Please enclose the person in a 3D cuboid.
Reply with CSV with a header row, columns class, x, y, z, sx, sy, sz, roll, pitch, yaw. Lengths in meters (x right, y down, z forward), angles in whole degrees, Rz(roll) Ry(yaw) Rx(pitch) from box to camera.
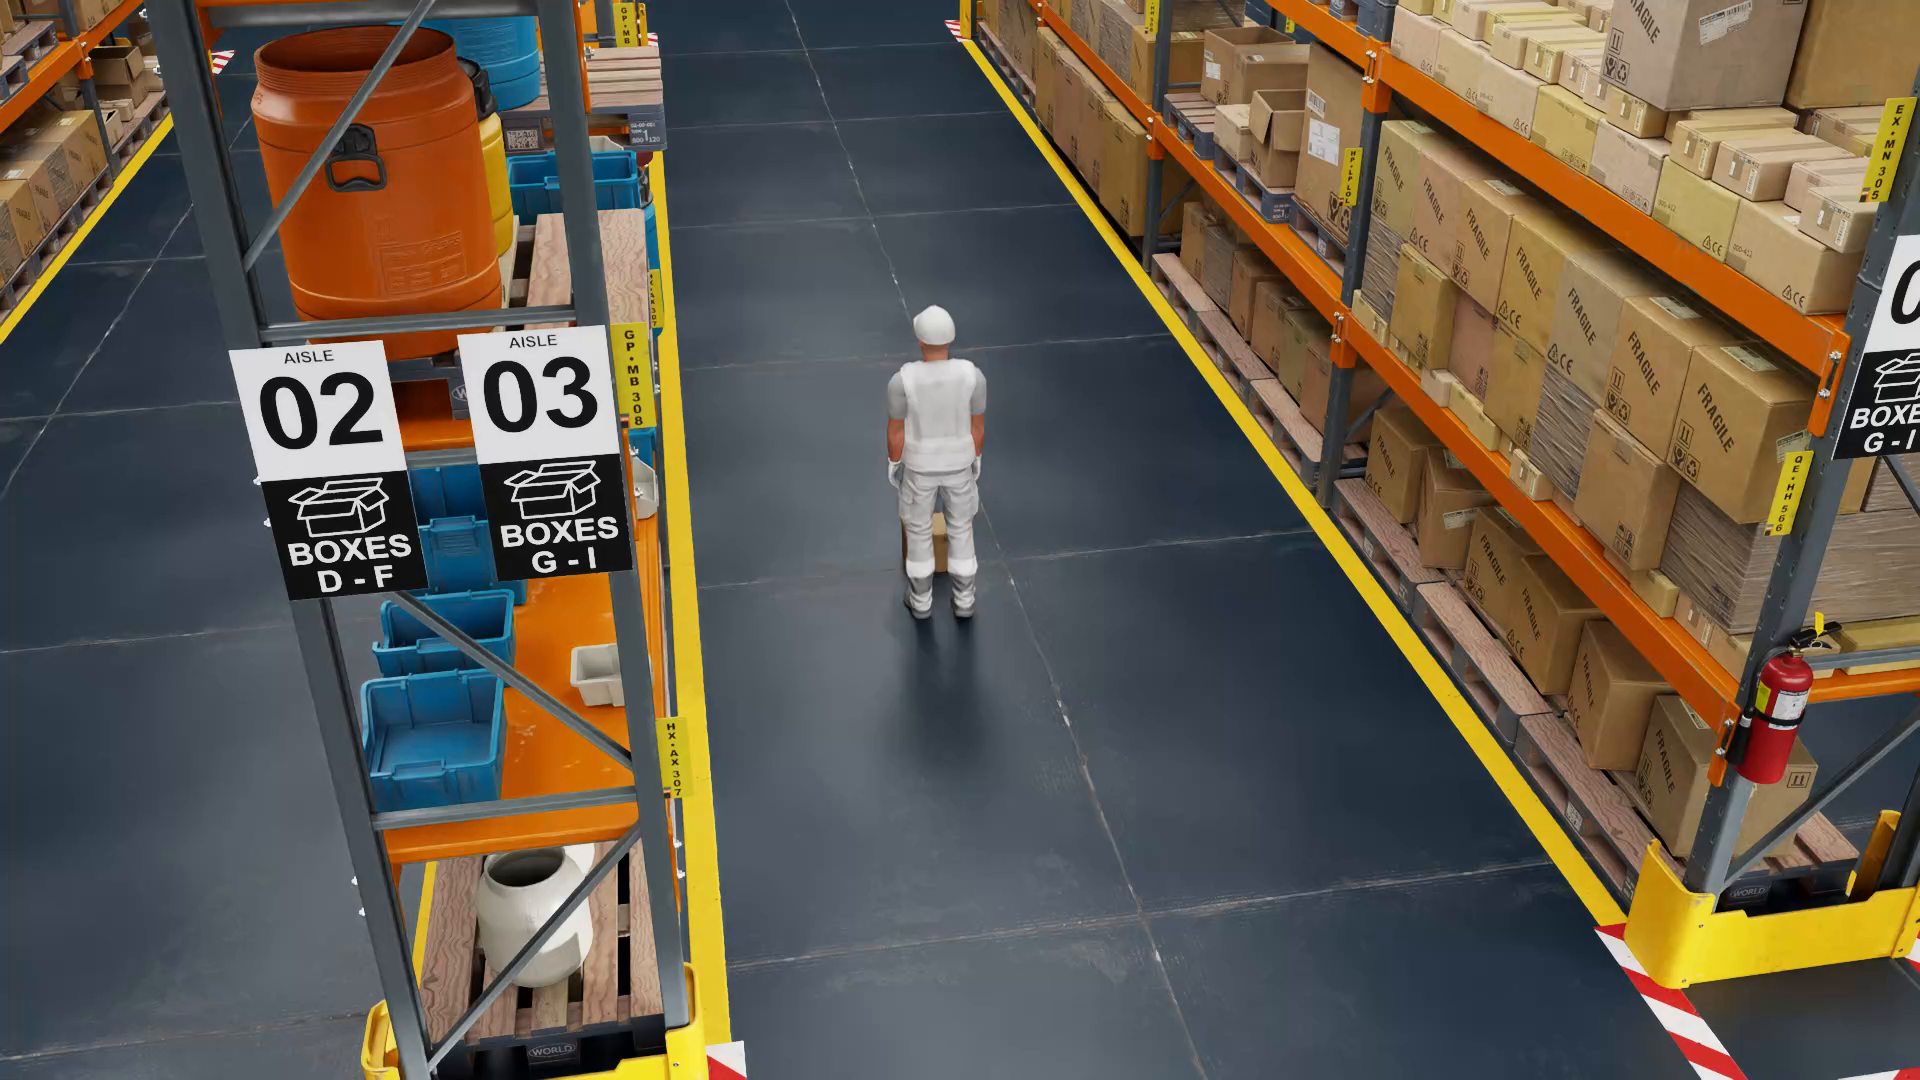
class,x,y,z,sx,sy,sz,roll,pitch,yaw
person,-0.128,-0.393,8.808,0.524,1.813,0.336,-4,31,-8
